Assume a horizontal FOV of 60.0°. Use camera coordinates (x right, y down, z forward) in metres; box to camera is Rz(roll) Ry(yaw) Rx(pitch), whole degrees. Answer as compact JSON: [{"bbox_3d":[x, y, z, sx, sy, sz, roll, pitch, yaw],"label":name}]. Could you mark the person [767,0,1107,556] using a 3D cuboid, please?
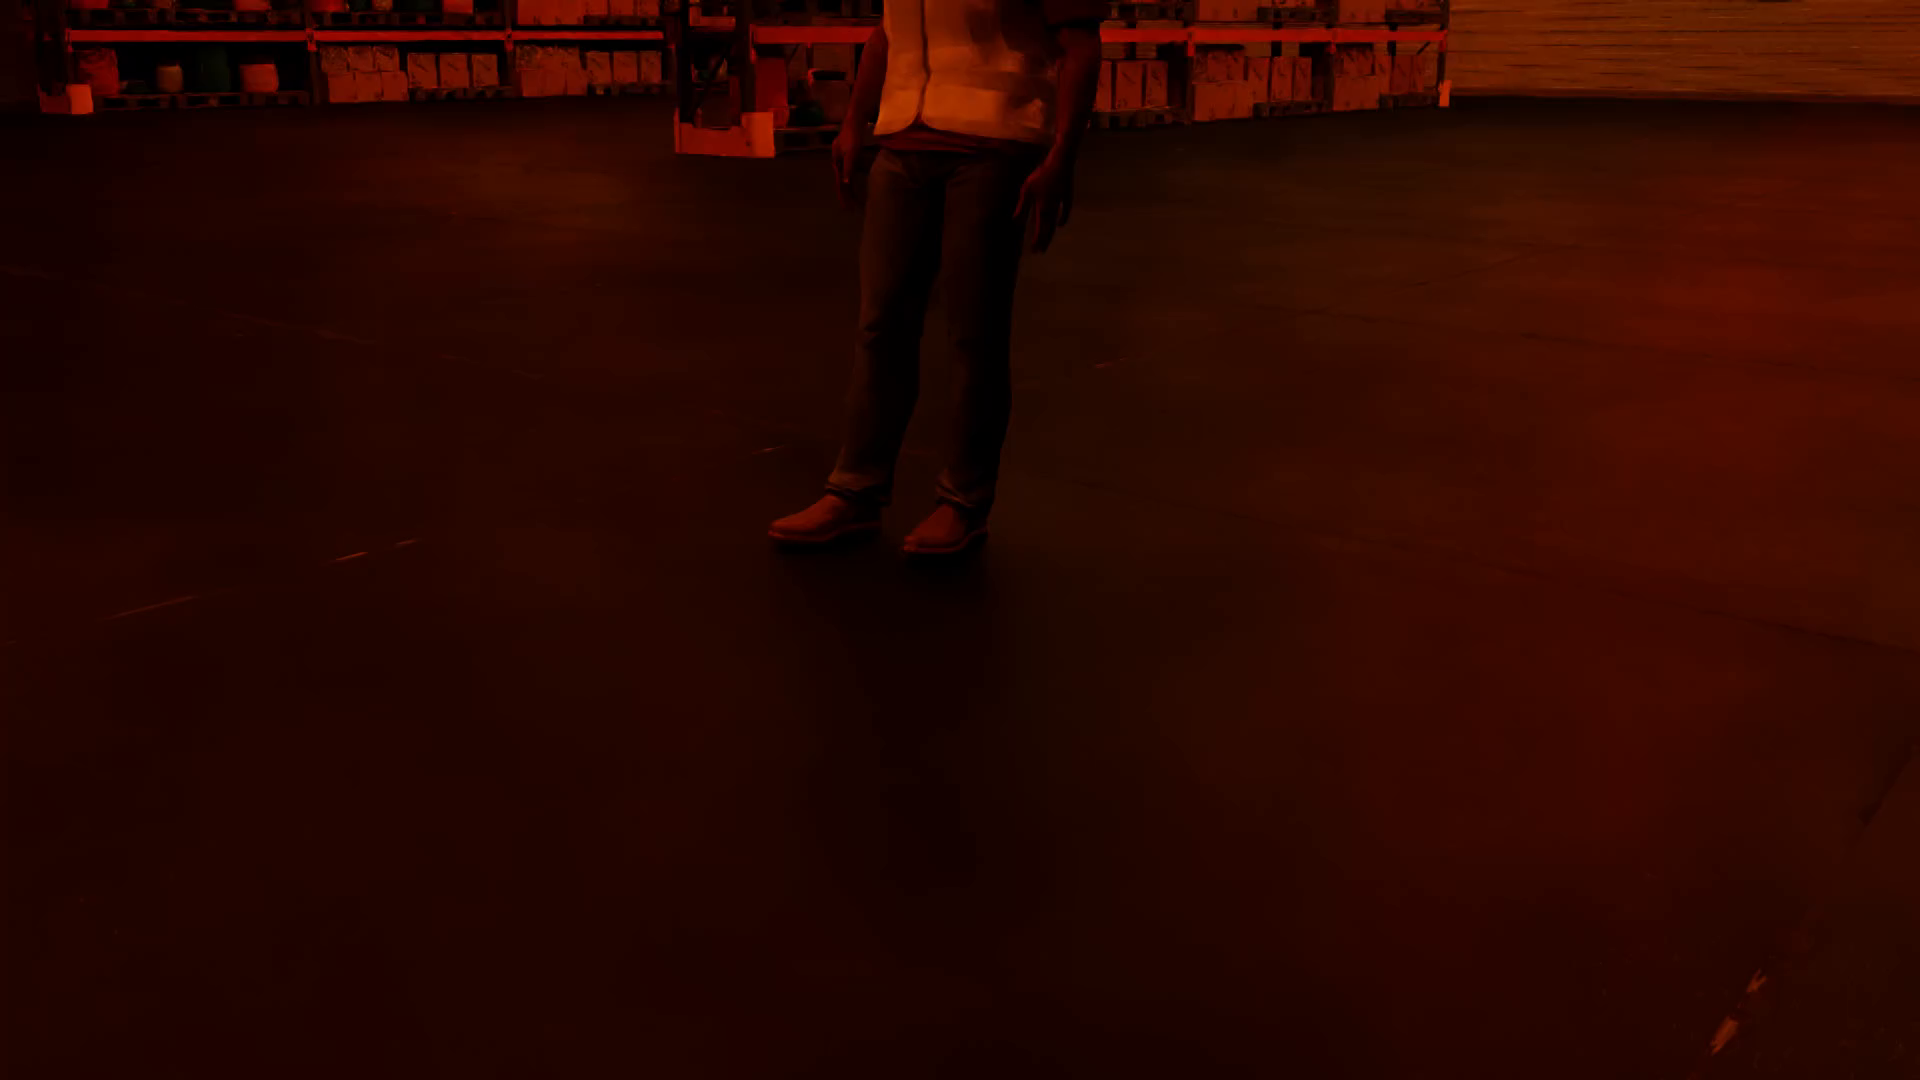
[{"bbox_3d":[-0.048,-0.837,3.635,0.665,1.766,0.576,13,21,37],"label":"person"}]
